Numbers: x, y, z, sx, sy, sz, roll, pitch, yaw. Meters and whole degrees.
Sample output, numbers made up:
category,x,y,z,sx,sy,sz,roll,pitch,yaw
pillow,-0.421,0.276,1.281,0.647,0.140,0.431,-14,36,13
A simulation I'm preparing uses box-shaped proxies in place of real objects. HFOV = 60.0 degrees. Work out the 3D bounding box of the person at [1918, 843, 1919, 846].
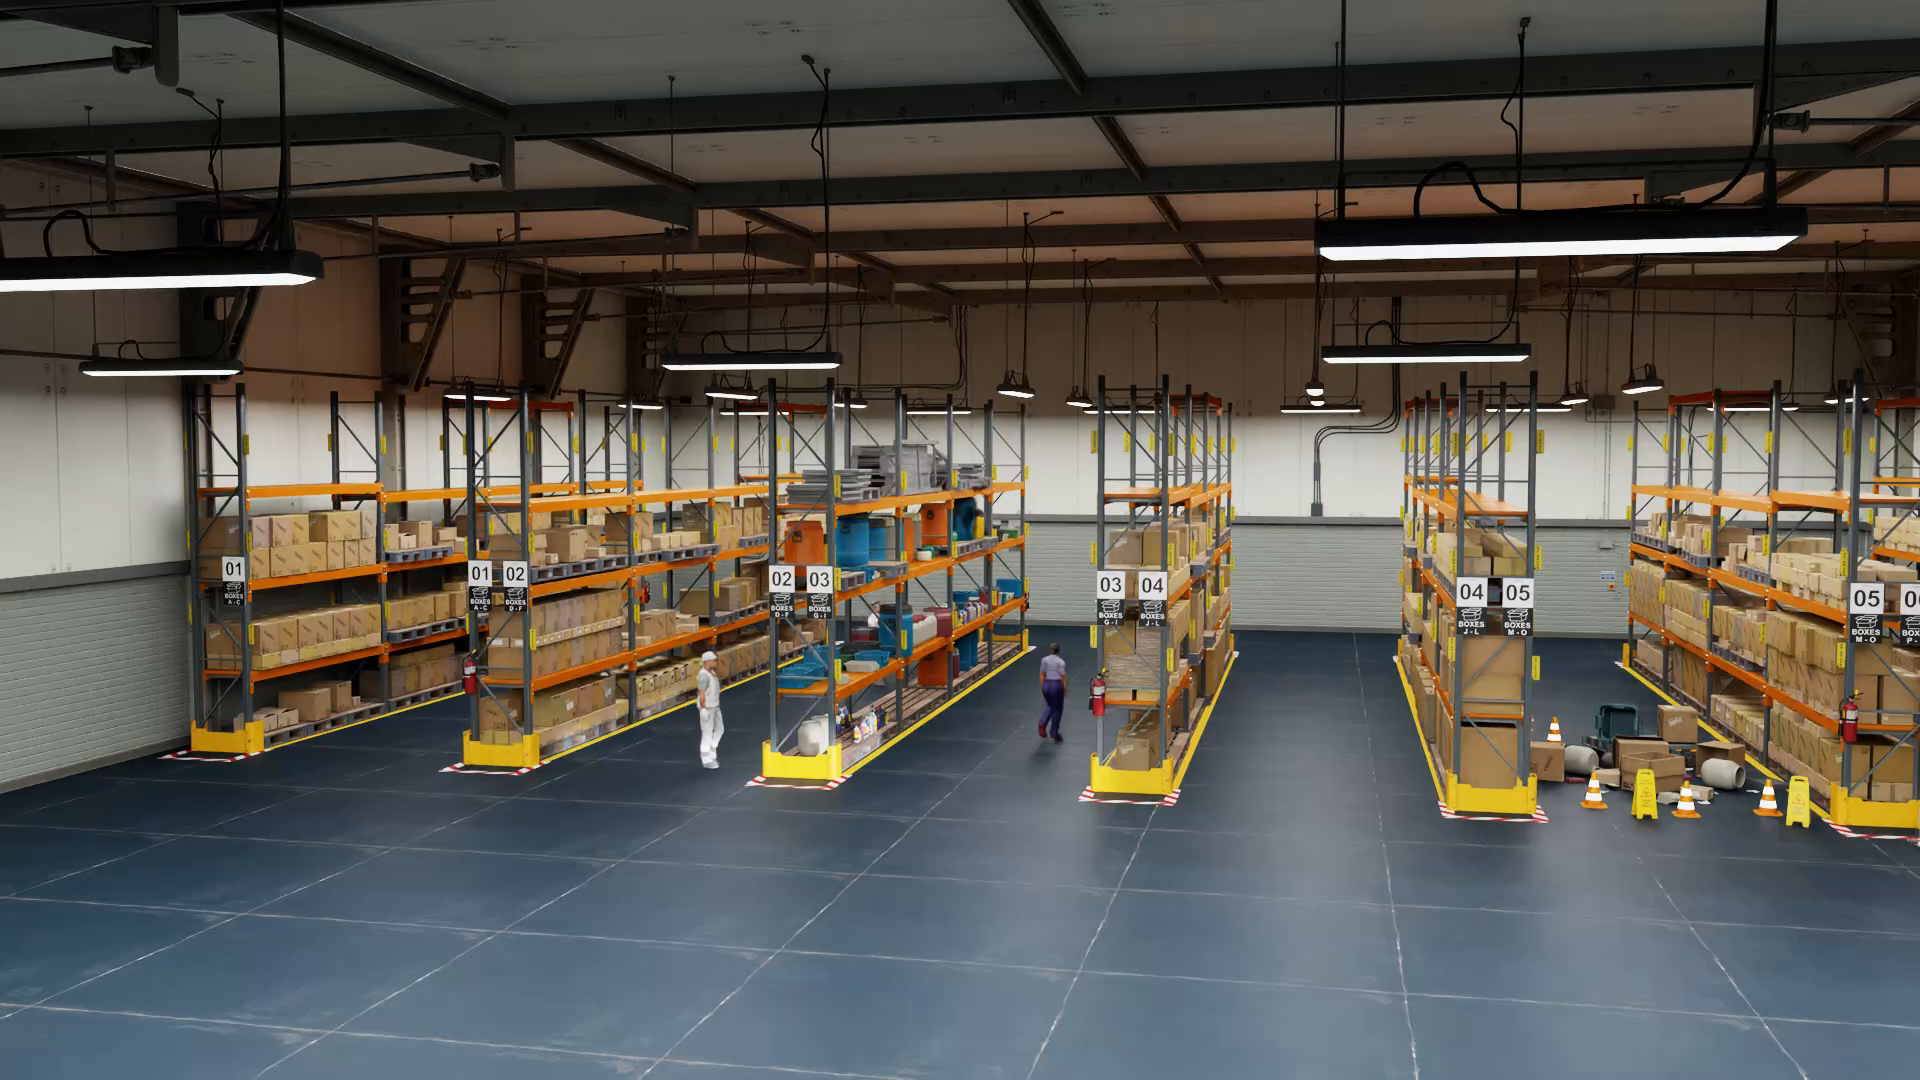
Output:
category,x,y,z,sx,sy,sz,roll,pitch,yaw
person,12.265,2.989,20.609,0.773,1.653,0.427,-1,3,-20

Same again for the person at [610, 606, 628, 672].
category,x,y,z,sx,sy,sz,roll,pitch,yaw
person,-6.988,2.185,34.190,0.618,1.757,0.627,3,4,42

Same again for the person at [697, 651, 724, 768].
category,x,y,z,sx,sy,sz,roll,pitch,yaw
person,-3.889,2.657,25.864,0.381,1.853,0.625,1,3,11

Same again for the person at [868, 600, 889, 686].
category,x,y,z,sx,sy,sz,roll,pitch,yaw
person,-1.649,2.149,34.683,0.512,1.796,0.610,3,4,41

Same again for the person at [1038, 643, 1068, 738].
category,x,y,z,sx,sy,sz,roll,pitch,yaw
person,1.598,2.555,28.241,0.476,1.638,0.477,-3,5,-44
